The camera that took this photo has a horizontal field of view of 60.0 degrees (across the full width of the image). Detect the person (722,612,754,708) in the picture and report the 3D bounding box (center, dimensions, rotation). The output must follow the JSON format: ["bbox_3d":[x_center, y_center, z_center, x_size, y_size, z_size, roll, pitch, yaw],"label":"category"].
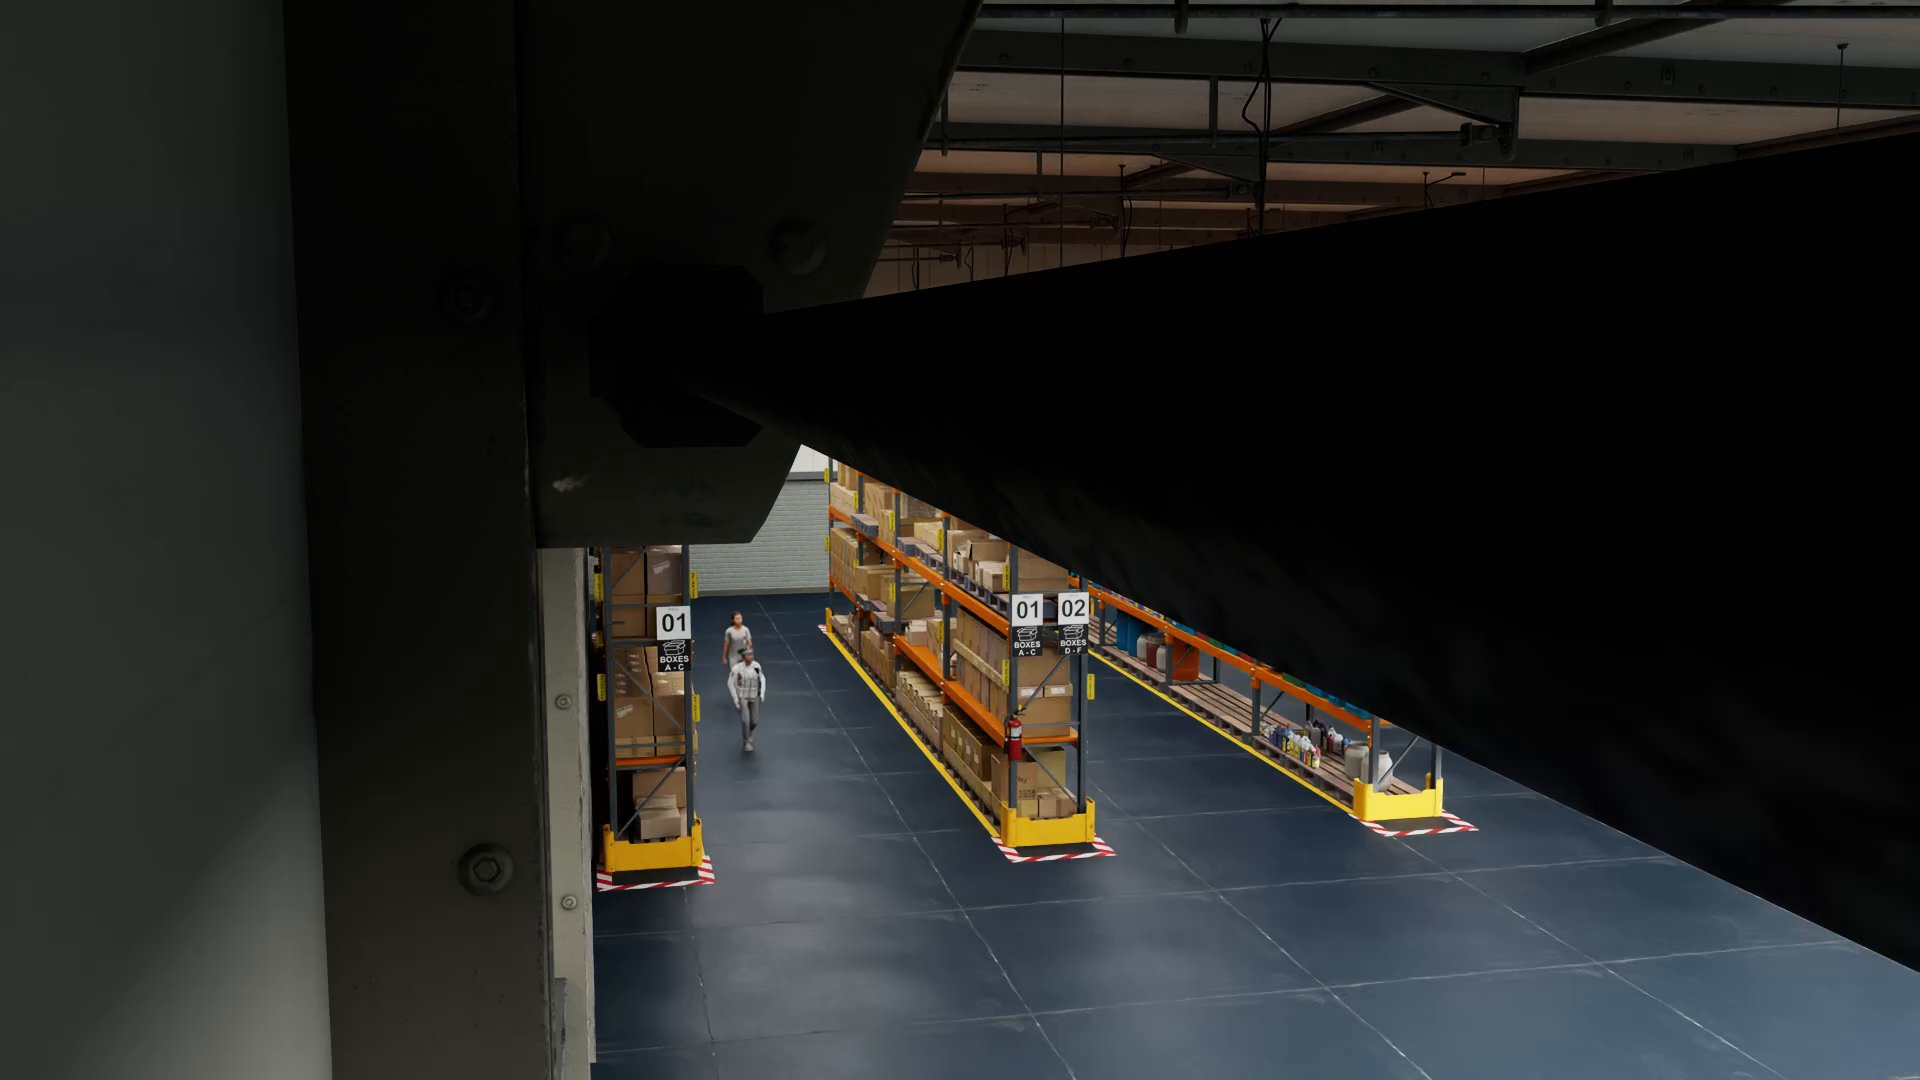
[{"bbox_3d":[-3.863,2.062,29.053,0.498,1.592,1.044,-3,7,-21],"label":"person"}]

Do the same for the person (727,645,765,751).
[{"bbox_3d":[-3.345,2.437,26.000,0.631,1.650,0.565,-2,7,-20],"label":"person"}]
